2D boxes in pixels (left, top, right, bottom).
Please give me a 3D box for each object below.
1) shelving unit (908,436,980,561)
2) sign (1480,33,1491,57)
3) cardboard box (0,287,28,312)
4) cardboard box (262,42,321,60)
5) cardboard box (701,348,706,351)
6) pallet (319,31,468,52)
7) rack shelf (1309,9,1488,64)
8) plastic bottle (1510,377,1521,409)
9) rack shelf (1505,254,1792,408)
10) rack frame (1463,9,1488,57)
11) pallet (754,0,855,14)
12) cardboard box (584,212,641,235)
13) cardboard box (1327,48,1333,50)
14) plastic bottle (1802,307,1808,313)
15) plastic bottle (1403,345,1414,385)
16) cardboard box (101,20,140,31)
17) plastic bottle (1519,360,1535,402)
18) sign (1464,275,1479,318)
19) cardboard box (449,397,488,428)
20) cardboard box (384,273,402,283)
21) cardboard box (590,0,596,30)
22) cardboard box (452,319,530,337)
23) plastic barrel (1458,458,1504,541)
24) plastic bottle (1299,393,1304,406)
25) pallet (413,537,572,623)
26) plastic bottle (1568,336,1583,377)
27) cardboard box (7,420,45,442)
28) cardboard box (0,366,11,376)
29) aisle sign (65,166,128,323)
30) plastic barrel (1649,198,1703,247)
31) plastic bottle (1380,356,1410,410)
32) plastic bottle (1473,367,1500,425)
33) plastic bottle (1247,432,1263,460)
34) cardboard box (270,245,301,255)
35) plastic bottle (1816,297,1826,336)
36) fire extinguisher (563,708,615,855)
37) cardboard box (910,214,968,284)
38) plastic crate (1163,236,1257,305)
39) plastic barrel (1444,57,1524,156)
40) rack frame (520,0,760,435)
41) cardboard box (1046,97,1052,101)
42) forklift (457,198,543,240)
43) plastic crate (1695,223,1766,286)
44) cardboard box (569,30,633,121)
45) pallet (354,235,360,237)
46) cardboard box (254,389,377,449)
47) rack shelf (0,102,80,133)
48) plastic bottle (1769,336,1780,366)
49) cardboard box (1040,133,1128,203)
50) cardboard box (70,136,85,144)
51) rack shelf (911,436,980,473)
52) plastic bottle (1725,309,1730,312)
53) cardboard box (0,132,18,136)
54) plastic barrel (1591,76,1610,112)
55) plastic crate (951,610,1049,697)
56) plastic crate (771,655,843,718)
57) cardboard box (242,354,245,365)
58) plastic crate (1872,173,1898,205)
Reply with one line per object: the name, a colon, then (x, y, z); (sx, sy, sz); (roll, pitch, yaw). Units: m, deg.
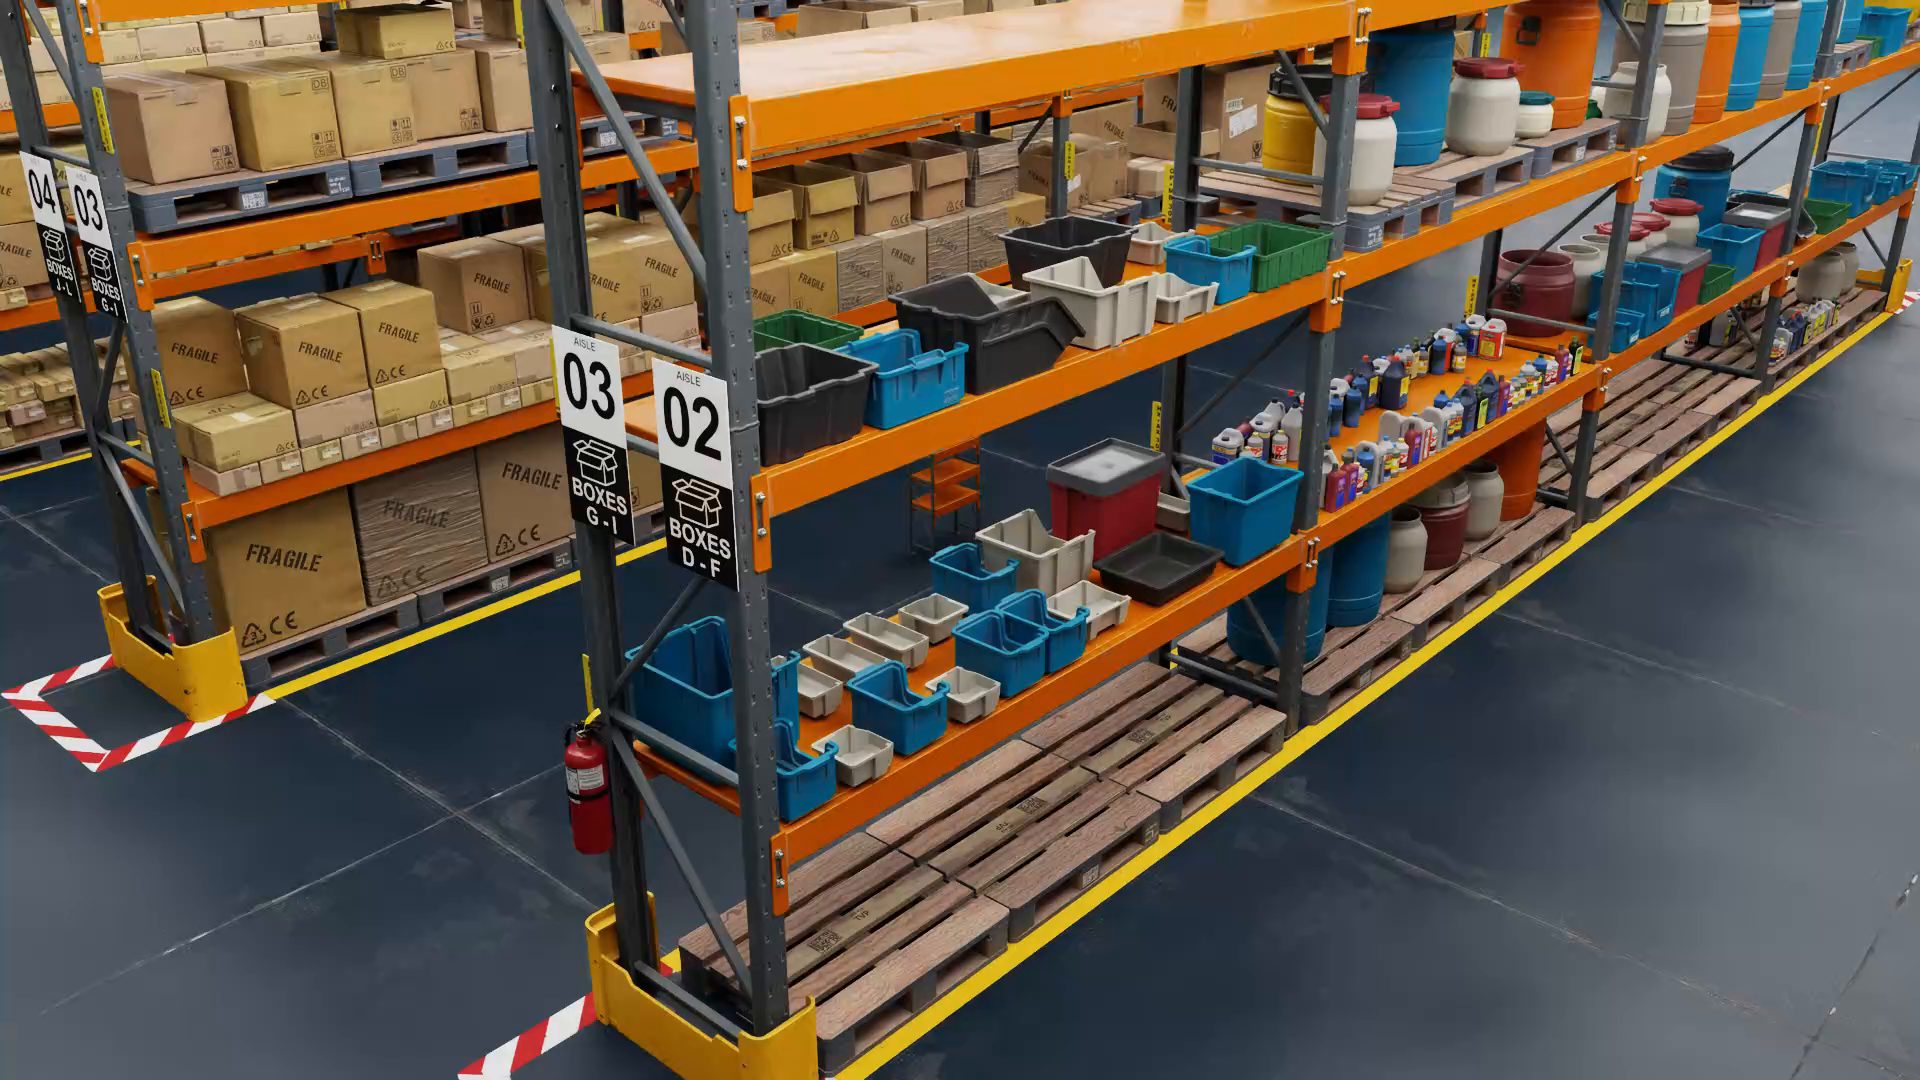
shelving unit: (-0.110, -0.497, 11.863); (0.258, 1.200, 0.503); (20, 31, 38)
sign: (6.281, -5.887, 19.883); (0.100, 0.325, 0.005); (20, 31, 38)
cardboard box: (-7.605, -1.933, 13.174); (0.380, 0.149, 0.250); (19, 30, 36)
cardboard box: (-5.881, -4.178, 14.390); (0.500, 0.250, 0.500); (21, 32, 39)
cardboard box: (-1.716, -1.139, 13.178); (1.225, 0.875, 0.875); (20, 31, 38)
pallet: (-5.263, -4.543, 15.251); (1.213, 0.211, 1.003); (20, 31, 38)
rack shelf: (4.546, -5.803, 18.711); (1.077, 0.370, 4.000); (20, 31, 38)
plastic bottle: (3.644, -0.973, 10.969); (0.097, 0.201, 0.097); (0, 24, 0)
rack shelf: (5.565, -1.863, 13.590); (1.077, 0.370, 4.000); (20, 31, 38)
rack frame: (5.881, -5.372, 20.536); (1.000, 3.000, 0.127); (20, 31, 38)
pallet: (-1.950, -6.155, 18.846); (1.003, 0.211, 1.213); (22, 32, 40)
cardboard box: (-2.638, -2.049, 12.029); (0.500, 0.500, 0.500); (20, 31, 38)
cardboard box: (4.368, -5.164, 18.363); (0.500, 0.500, 0.500); (20, 31, 38)
plastic bottle: (8.284, -2.181, 16.302); (0.097, 0.201, 0.097); (0, 24, 0)
plastic bottle: (3.051, -1.200, 11.389); (0.097, 0.271, 0.097); (0, 24, 0)
cardboard box: (-6.757, -4.158, 13.246); (0.380, 0.149, 0.250); (20, 31, 37)
plastic bottle: (3.773, -1.065, 11.087); (0.097, 0.271, 0.097); (0, 24, 0)
sign: (3.816, -1.805, 12.381); (0.100, 0.325, 0.005); (20, 31, 38)
cardboard box: (-3.289, -0.870, 10.802); (0.380, 0.149, 0.250); (19, 30, 36)
cardboard box: (-5.448, -2.446, 16.553); (0.500, 0.500, 0.500); (19, 31, 37)
cardboard box: (-3.937, -5.184, 16.328); (0.500, 0.500, 0.500); (20, 31, 38)
cardboard box: (-3.314, -1.402, 11.502); (0.500, 0.250, 0.500); (21, 32, 39)
plastic barrel: (3.606, -0.289, 11.726); (0.421, 0.512, 0.421); (0, 24, 0)
plastic bottle: (2.163, -0.780, 10.447); (0.152, 0.276, 0.135); (20, 31, 38)
pallet: (-3.508, 0.140, 11.651); (1.003, 0.211, 1.213); (20, 31, 38)
plastic bottle: (4.278, -1.289, 11.573); (0.061, 0.283, 0.133); (20, 31, 38)
cardboard box: (-7.722, -0.948, 13.639); (0.380, 0.149, 0.250); (20, 31, 37)
cardboard box: (-8.049, -1.336, 13.779); (0.380, 0.149, 0.250); (21, 32, 38)
aisle sign: (-4.622, -1.580, 8.901); (0.394, 0.787, 0.004); (20, 31, 38)
plastic barrel: (6.098, -2.631, 14.258); (0.433, 0.535, 0.433); (0, 24, 0)
plastic bottle: (2.869, -1.046, 10.947); (0.144, 0.351, 0.185); (20, 31, 38)
plastic bottle: (3.378, -0.935, 10.700); (0.144, 0.351, 0.185); (20, 31, 38)
plastic bottle: (1.774, -0.548, 10.020); (0.097, 0.201, 0.097); (0, 24, 0)
cardboard box: (-6.084, -2.662, 14.799); (0.380, 0.149, 0.250); (22, 32, 39)
plastic bottle: (8.281, -2.169, 16.093); (0.144, 0.351, 0.185); (22, 32, 40)
fire extinguisher: (-1.548, 0.982, 6.914); (0.296, 0.674, 0.183); (20, 31, 38)
cardboard box: (-0.284, -2.453, 13.903); (0.500, 0.500, 0.500); (19, 30, 36)
plastic crate: (1.191, -1.291, 7.973); (0.416, 0.233, 0.300); (20, 31, 38)
plastic barrel: (3.159, -2.623, 10.060); (0.433, 0.535, 0.433); (0, 24, 0)
rack frame: (-1.109, -1.882, 5.420); (1.000, 3.000, 0.127); (20, 31, 38)
cardboard box: (0.900, -6.218, 22.239); (0.875, 0.550, 0.500); (20, 31, 38)
forklift: (-3.472, -2.575, 14.382); (1.130, 2.935, 3.031); (19, 31, 36)
plastic crate: (6.395, -2.373, 13.866); (0.392, 0.384, 0.575); (20, 31, 38)
cardboard box: (-2.605, -3.113, 11.073); (0.700, 0.500, 0.500); (18, 30, 35)
pallet: (-7.420, -4.149, 21.216); (1.003, 0.211, 1.213); (20, 31, 38)
cardboard box: (-3.934, -0.797, 10.153); (0.500, 0.250, 0.500); (20, 31, 37)
rack shelf: (-7.089, -3.532, 13.646); (1.077, 0.370, 4.000); (20, 31, 38)
plastic bottle: (7.439, -1.734, 15.220); (0.097, 0.271, 0.097); (0, 24, 0)
cardboard box: (1.171, -3.545, 15.825); (0.500, 0.500, 0.700); (-19, 30, -36)
cardboard box: (-6.893, -3.048, 13.646); (0.500, 0.500, 0.500); (19, 30, 36)
rack shelf: (-0.110, -0.640, 11.799); (0.258, 0.148, 0.480); (20, 31, 38)
plastic bottle: (7.459, -2.225, 16.217); (0.144, 0.351, 0.185); (20, 31, 37)
cardboard box: (-9.966, -4.098, 17.573); (0.500, 0.500, 0.500); (19, 31, 36)
plastic barrel: (4.905, -3.339, 12.505); (0.301, 0.262, 0.301); (0, 24, 0)
plastic crate: (0.180, 0.518, 7.532); (0.416, 0.233, 0.300); (20, 31, 38)
plastic crate: (-0.700, 0.650, 7.354); (0.396, 0.136, 0.243); (20, 31, 38)
cardboard box: (-6.461, -1.640, 14.820); (0.380, 0.149, 0.250); (21, 32, 39)
plastic crate: (9.021, -3.521, 16.590); (0.499, 0.251, 0.408); (20, 31, 38)
